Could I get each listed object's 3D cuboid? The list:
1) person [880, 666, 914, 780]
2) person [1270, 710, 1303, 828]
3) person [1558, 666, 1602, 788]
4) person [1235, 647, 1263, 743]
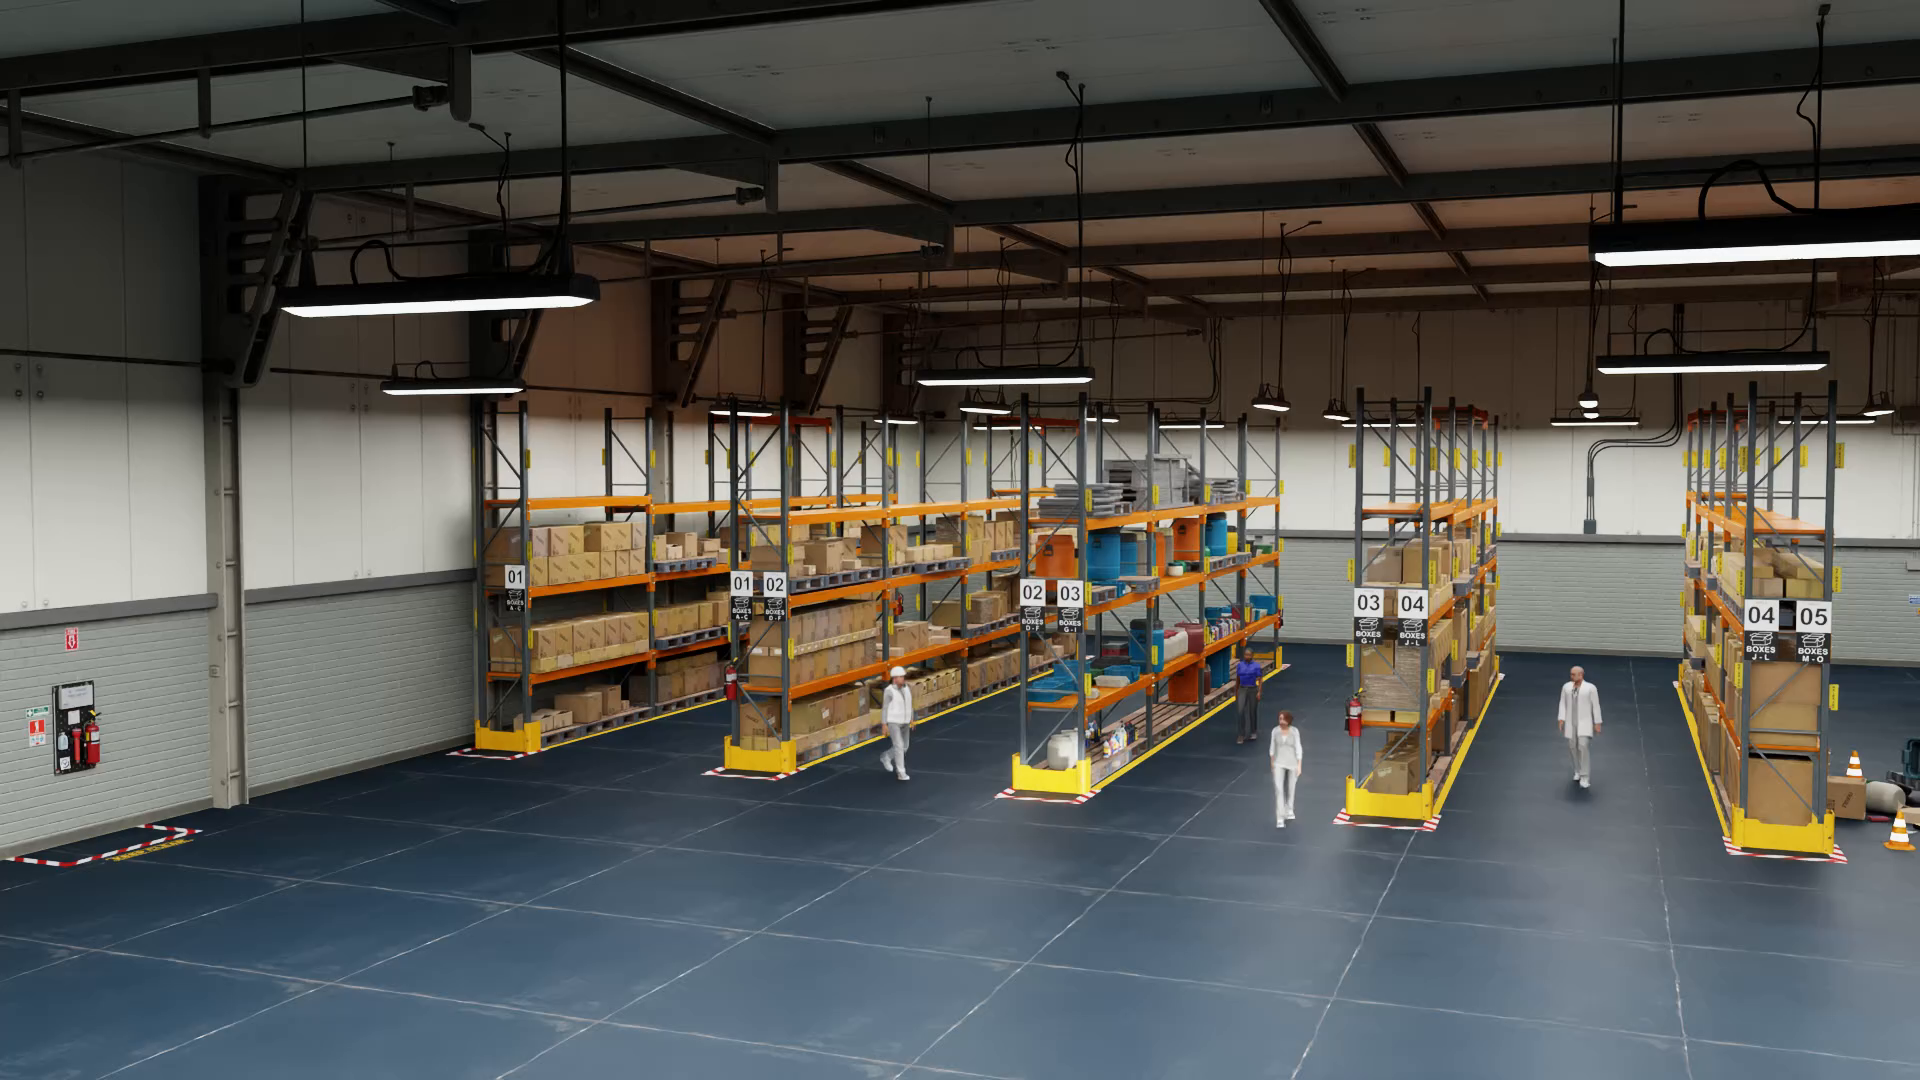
[{"bbox_3d":[-0.987,2.852,26.143,0.577,1.749,0.885,-3,4,-43],"label":"person"},{"bbox_3d":[4.452,3.094,22.707,0.439,1.548,0.896,1,3,12],"label":"person"},{"bbox_3d":[9.550,2.866,25.769,0.706,1.794,0.661,-3,4,-43],"label":"person"},{"bbox_3d":[5.122,2.749,29.521,0.499,1.660,0.631,1,3,18],"label":"person"}]
